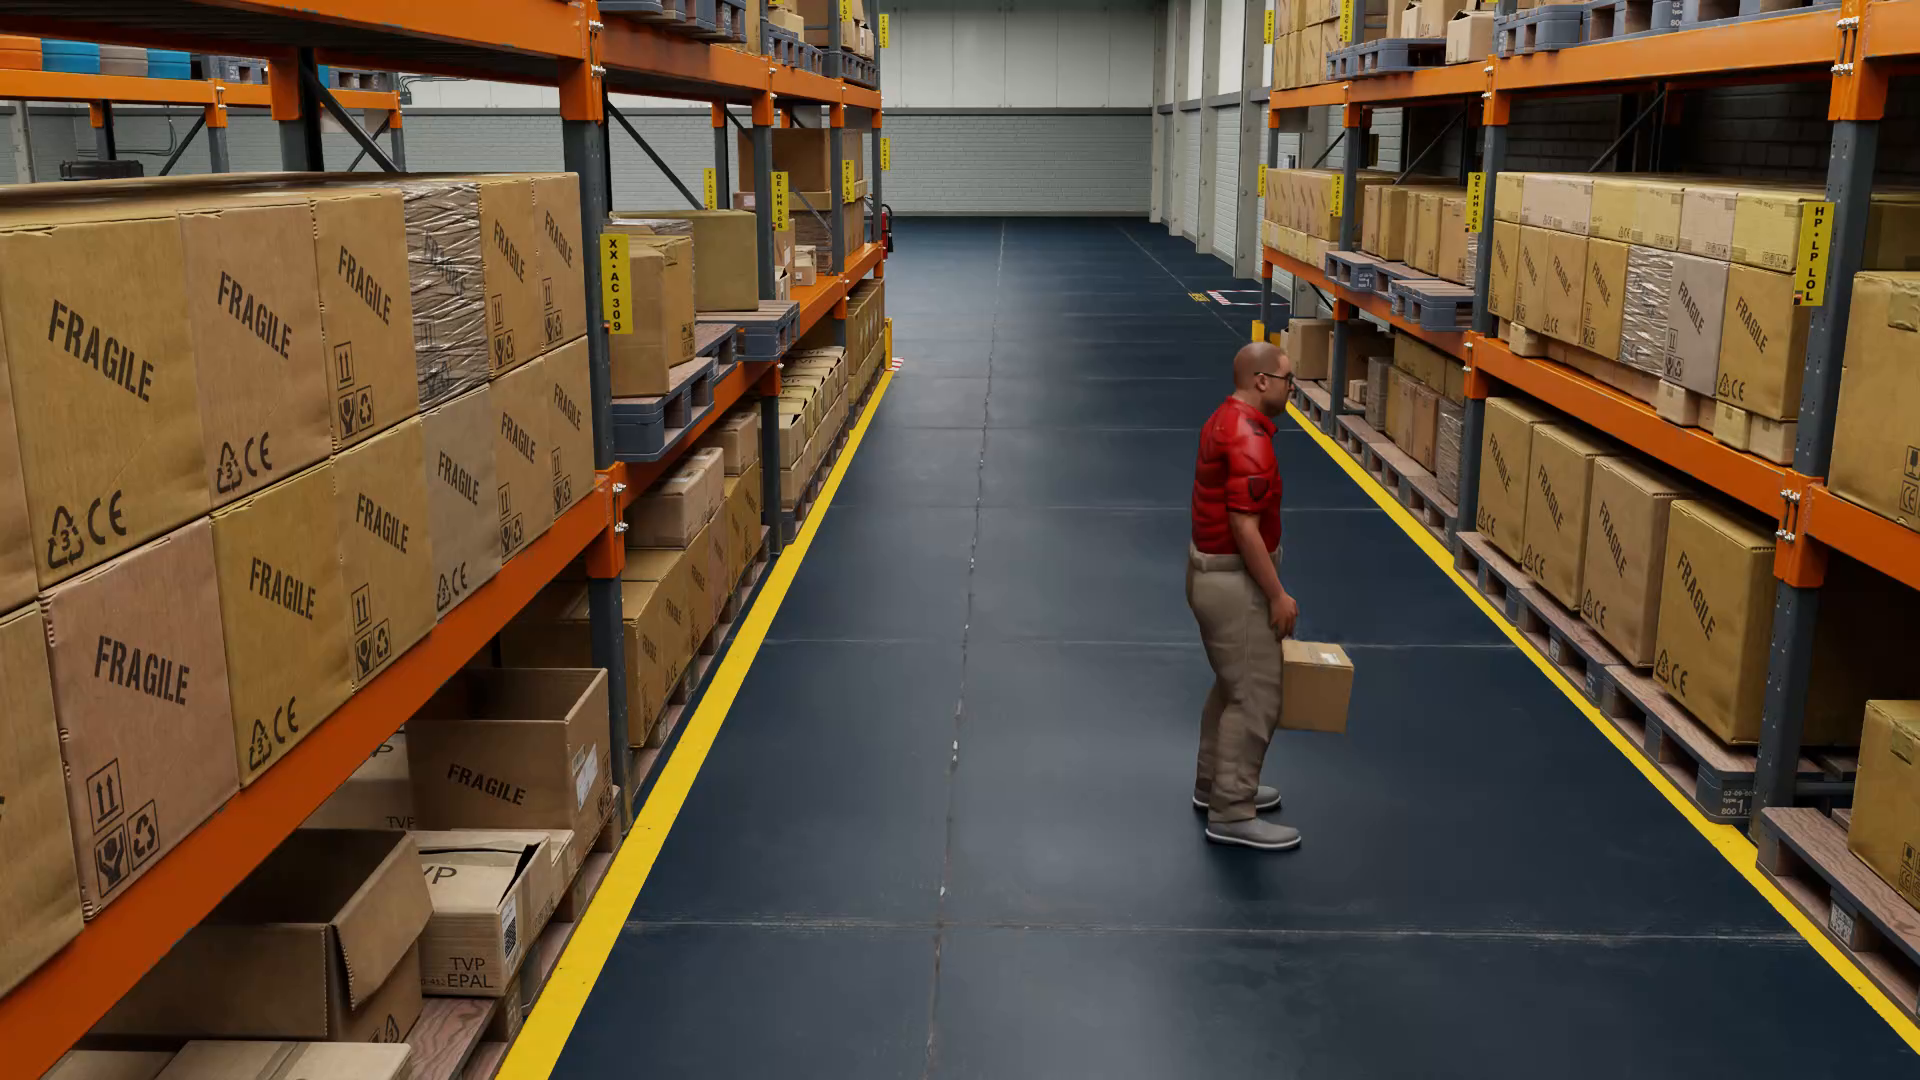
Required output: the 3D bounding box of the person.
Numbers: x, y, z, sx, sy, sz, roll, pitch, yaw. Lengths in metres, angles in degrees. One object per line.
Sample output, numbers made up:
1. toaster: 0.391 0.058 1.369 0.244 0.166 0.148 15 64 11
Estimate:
1. person: 0.994 0.173 5.813 0.392 1.731 0.561 0 14 0
